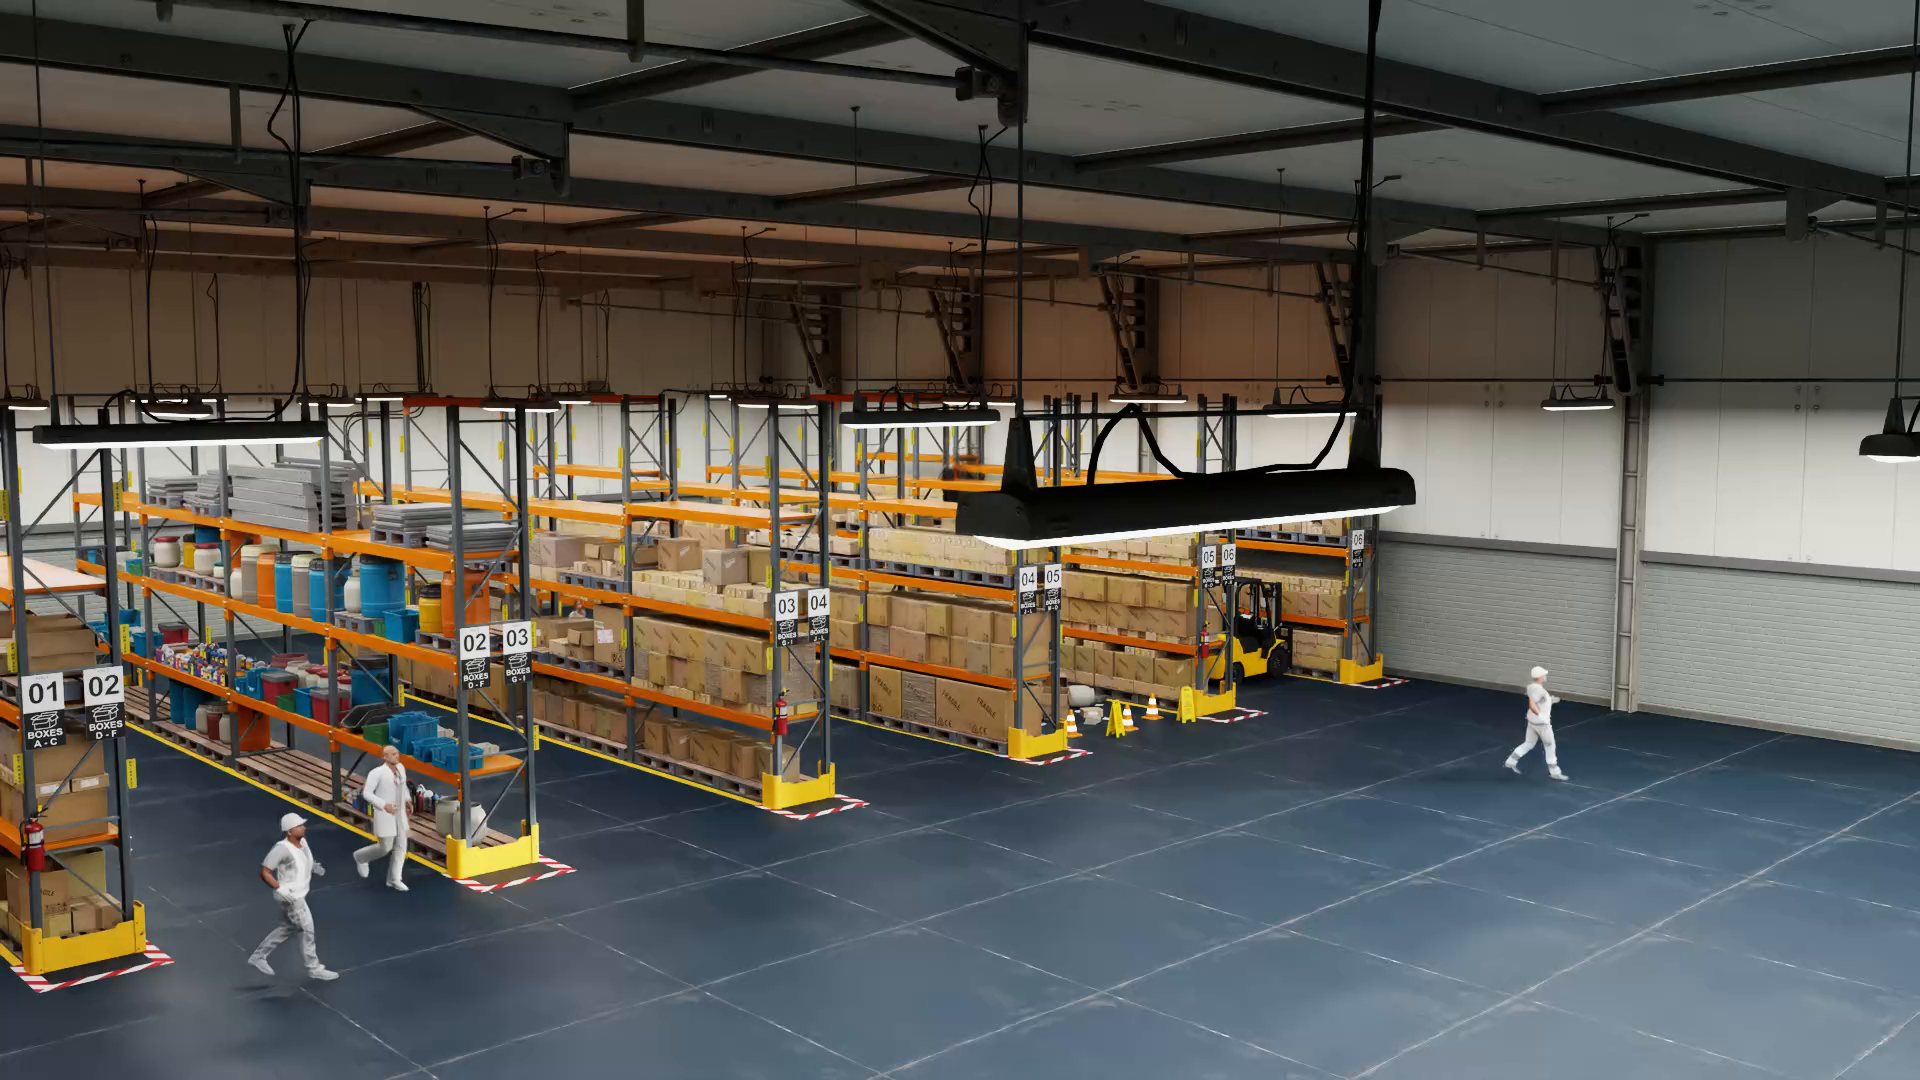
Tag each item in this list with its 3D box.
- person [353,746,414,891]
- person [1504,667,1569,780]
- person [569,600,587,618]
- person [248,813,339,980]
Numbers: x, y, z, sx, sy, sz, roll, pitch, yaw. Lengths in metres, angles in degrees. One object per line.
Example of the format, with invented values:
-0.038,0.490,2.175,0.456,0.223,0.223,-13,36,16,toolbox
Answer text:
-7.168,3.456,20.871,0.873,1.765,0.746,3,6,27,person
9.107,2.878,26.183,0.991,1.781,0.659,0,6,-4,person
-8.221,2.080,35.782,0.548,1.633,0.848,-5,7,-39,person
-7.009,3.726,17.412,0.937,1.777,0.675,-1,6,-7,person
